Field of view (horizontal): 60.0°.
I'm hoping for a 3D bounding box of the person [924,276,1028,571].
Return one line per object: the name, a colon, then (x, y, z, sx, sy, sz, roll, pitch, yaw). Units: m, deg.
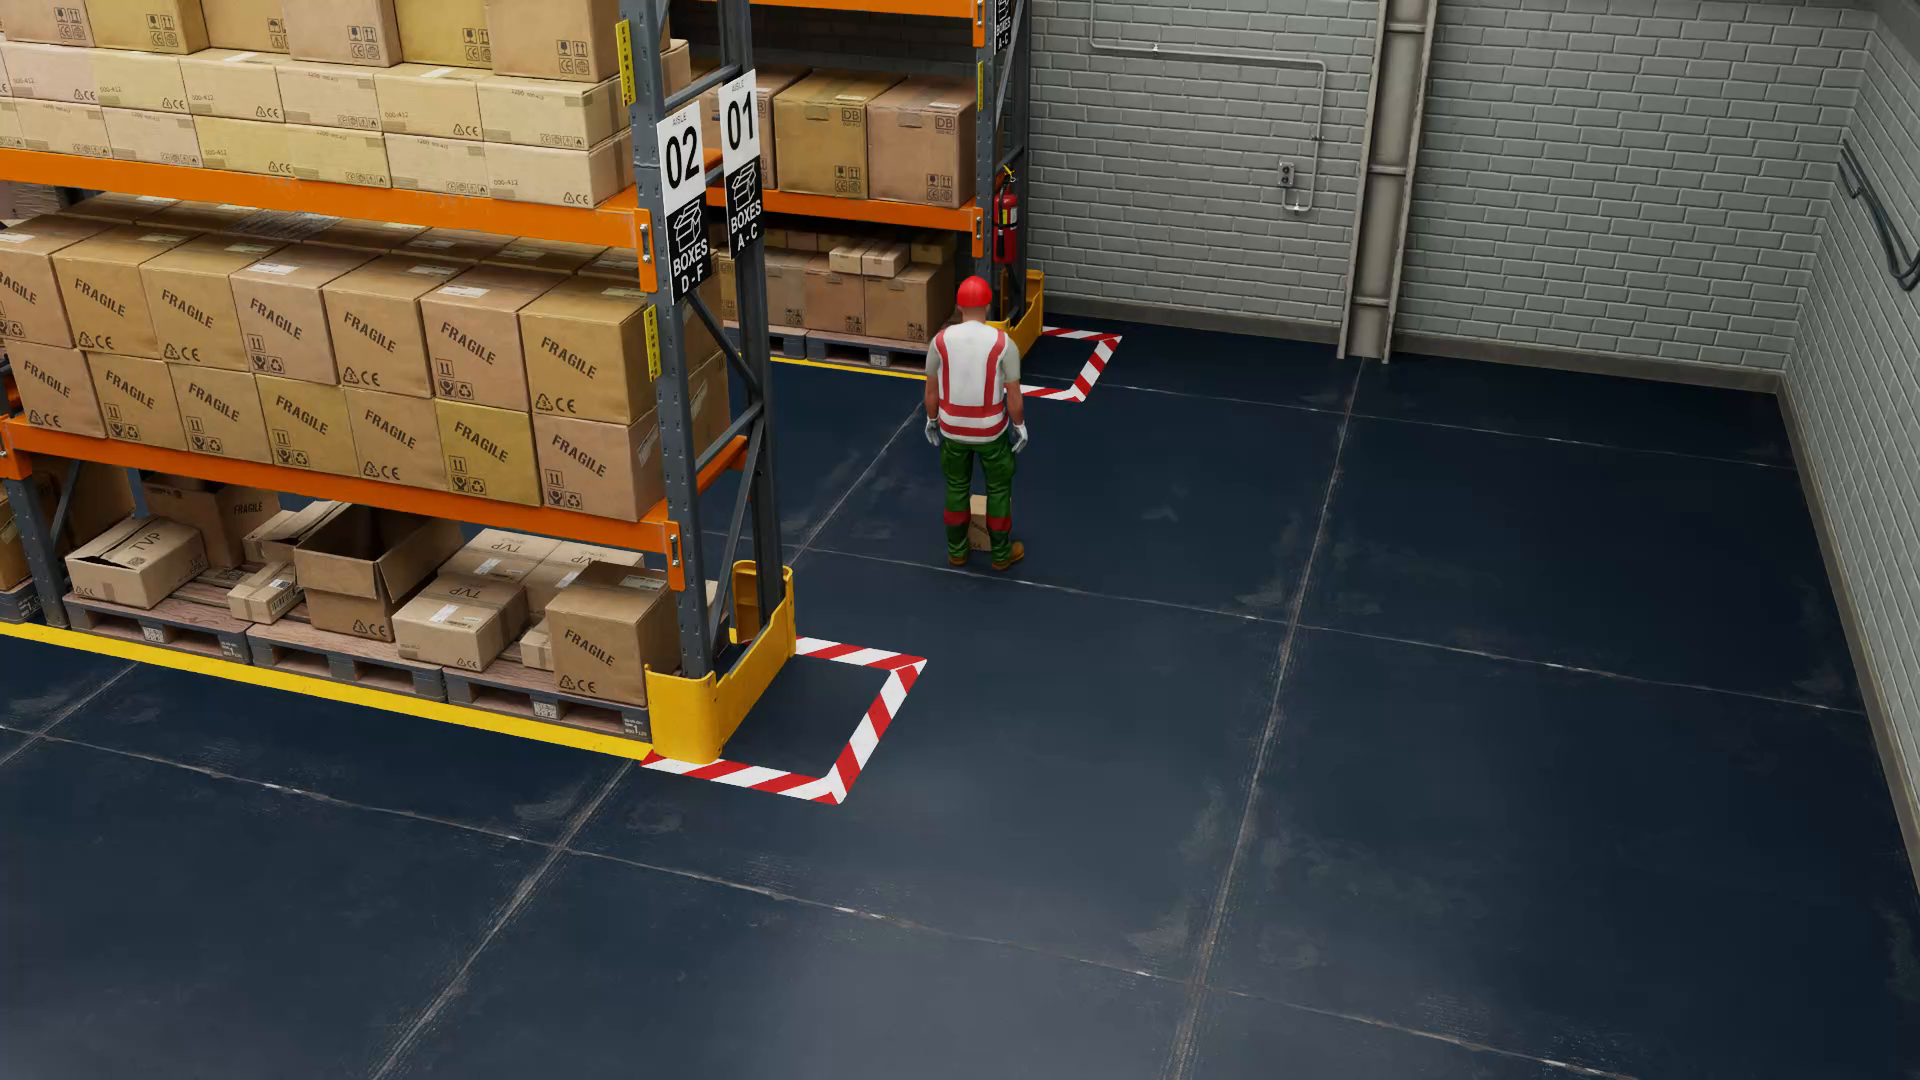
person: (0.094, -0.665, 9.699, 0.611, 1.778, 0.451, 7, 30, 12)
